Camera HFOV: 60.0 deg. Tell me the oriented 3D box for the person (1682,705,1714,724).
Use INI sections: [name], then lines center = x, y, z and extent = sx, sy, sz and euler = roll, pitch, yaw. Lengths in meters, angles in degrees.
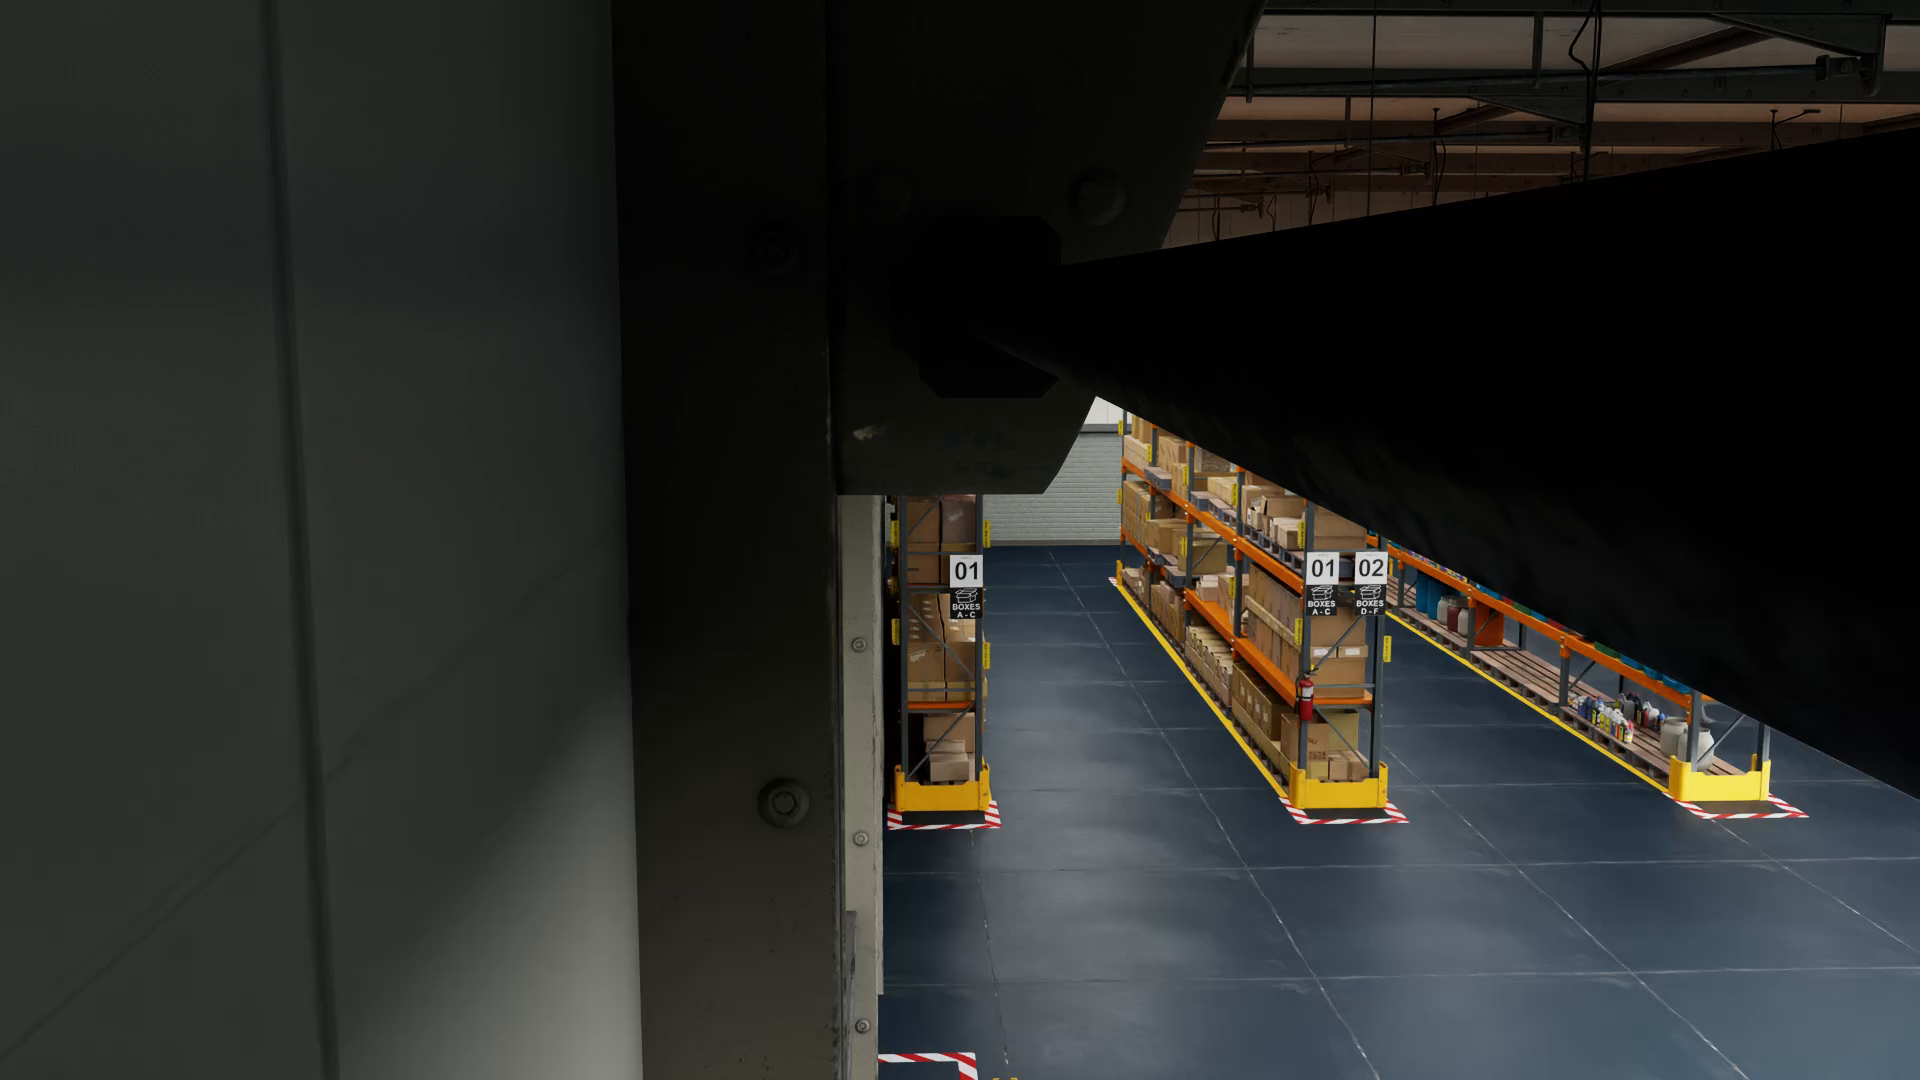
[person]
center = 11.025, 1.864, 24.744
extent = 0.476, 1.635, 0.979
euler = -1, 8, -7
